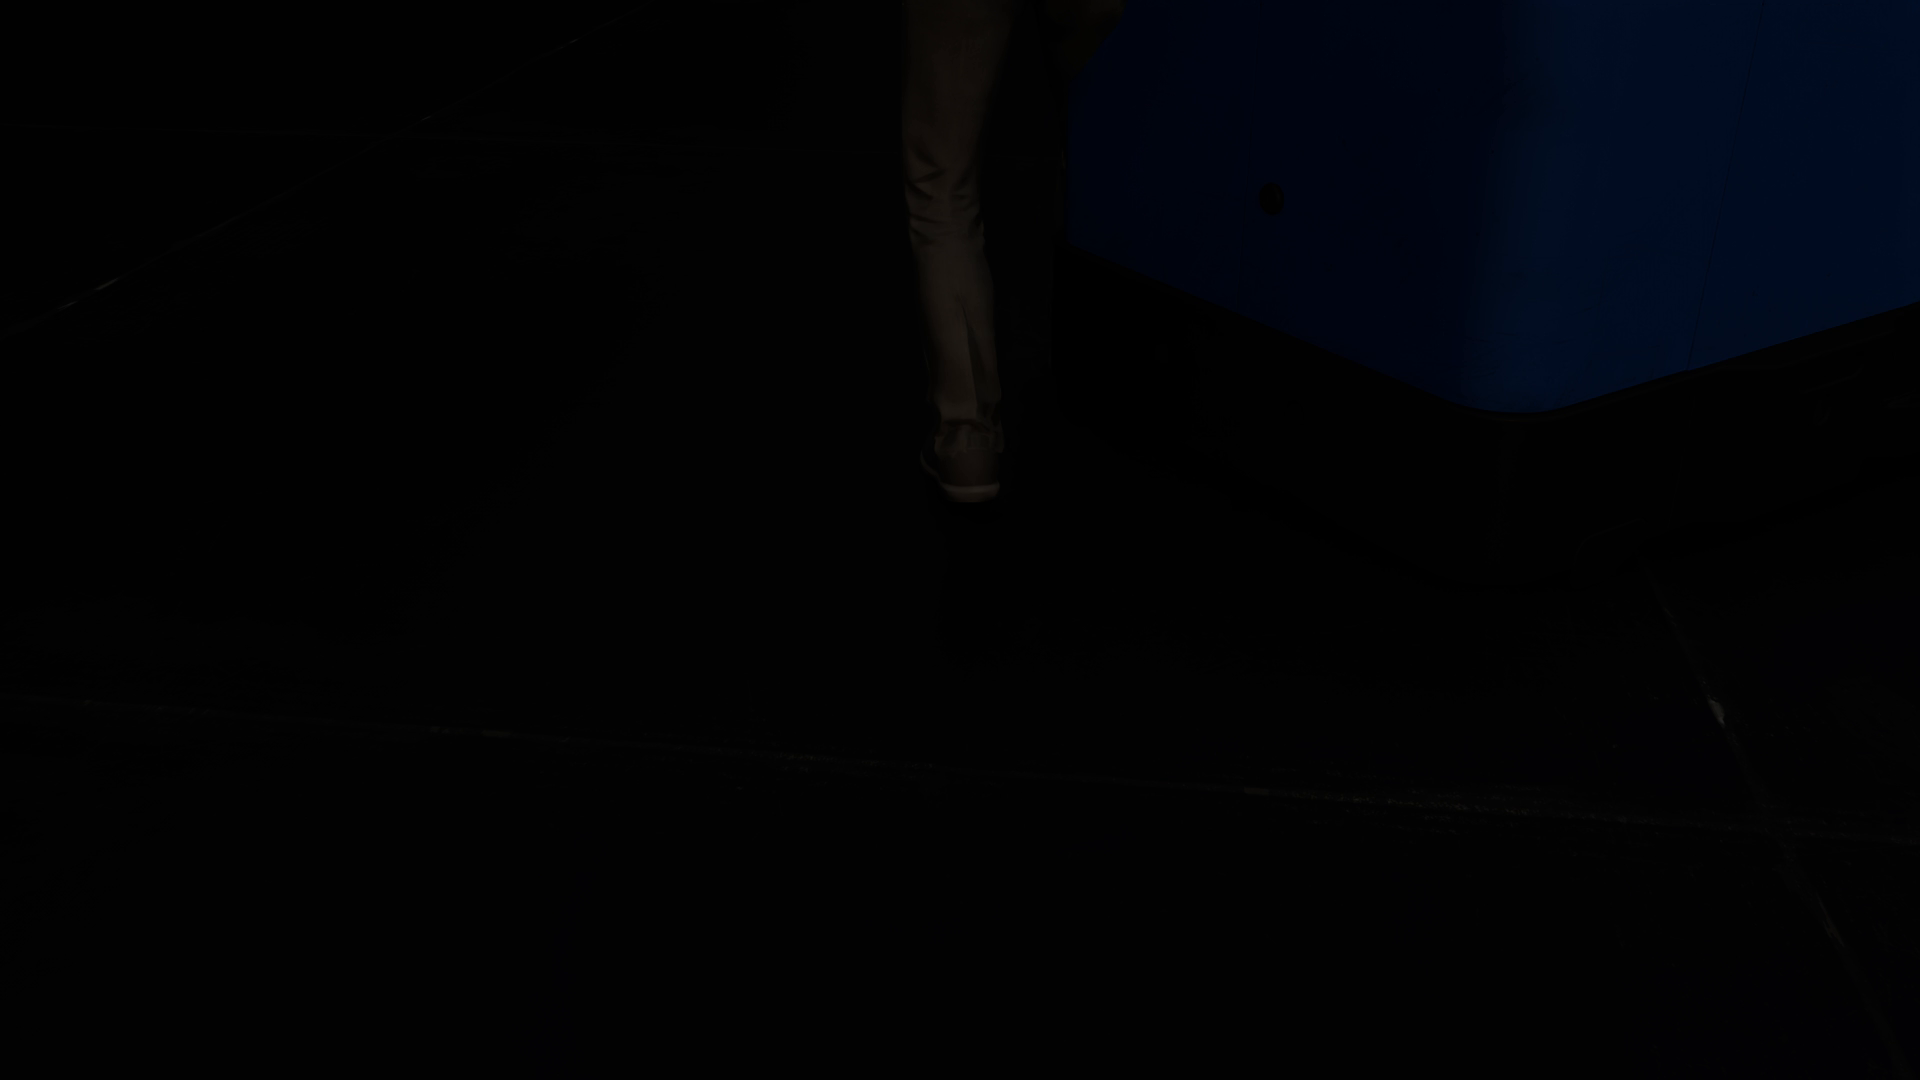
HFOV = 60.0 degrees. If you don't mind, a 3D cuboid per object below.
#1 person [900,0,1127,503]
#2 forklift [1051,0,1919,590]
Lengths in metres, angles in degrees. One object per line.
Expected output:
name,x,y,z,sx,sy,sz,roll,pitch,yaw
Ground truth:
person,0.133,-0.932,2.591,0.611,1.607,0.826,-3,27,-6
forklift,1.680,-1.727,2.679,3.031,2.935,1.130,-16,31,-29
